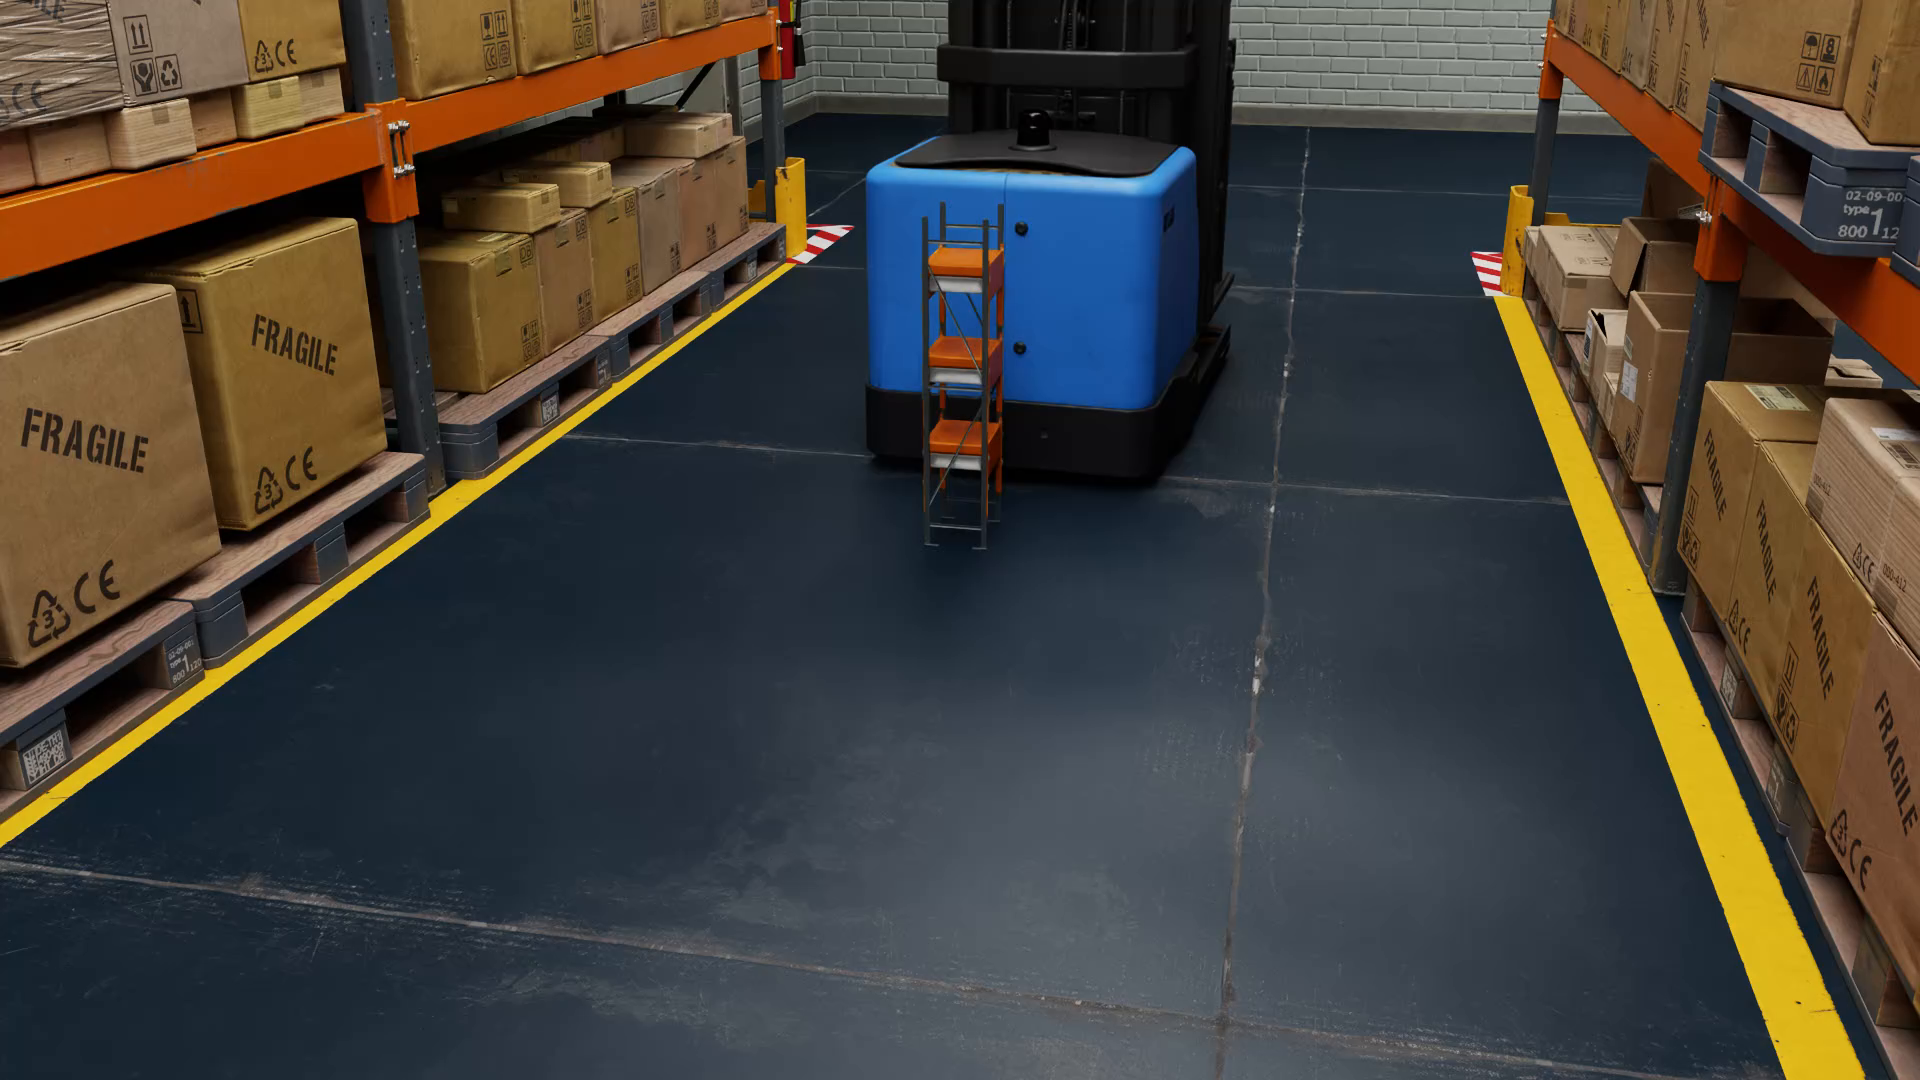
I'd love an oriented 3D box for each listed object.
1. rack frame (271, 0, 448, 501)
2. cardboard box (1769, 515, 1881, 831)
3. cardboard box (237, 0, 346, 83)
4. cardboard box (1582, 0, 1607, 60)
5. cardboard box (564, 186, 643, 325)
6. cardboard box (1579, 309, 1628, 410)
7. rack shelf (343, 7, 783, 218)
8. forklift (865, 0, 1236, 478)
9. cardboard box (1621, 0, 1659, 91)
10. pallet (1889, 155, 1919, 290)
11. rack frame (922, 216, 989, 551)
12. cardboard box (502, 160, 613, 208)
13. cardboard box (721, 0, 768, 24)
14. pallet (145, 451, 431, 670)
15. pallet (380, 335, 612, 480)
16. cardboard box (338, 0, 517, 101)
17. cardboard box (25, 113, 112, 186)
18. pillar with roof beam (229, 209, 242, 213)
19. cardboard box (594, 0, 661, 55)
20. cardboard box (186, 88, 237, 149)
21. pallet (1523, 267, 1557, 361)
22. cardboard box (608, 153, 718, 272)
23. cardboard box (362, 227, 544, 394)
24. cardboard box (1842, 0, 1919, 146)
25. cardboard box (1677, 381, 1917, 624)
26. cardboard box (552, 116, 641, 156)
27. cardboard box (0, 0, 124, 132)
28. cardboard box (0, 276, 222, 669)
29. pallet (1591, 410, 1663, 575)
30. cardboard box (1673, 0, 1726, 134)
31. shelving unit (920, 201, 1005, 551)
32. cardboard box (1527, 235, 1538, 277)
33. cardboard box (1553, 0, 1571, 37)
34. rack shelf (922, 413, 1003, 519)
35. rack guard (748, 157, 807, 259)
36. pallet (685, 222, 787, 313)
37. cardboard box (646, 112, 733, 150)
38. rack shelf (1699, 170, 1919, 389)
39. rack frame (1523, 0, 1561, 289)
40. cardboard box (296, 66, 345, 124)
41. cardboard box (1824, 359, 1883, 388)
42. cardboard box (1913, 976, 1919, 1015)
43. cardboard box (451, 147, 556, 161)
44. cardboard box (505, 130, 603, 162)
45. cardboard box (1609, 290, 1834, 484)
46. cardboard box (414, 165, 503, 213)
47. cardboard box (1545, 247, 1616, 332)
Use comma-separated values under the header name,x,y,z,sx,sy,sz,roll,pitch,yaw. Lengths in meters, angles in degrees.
name,x,y,z,sx,sy,sz,roll,pitch,yaw
rack frame,-2.288,-1.584,5.273,1.000,3.000,0.127,4,22,11
cardboard box,2.018,0.284,3.391,0.500,0.500,0.500,5,22,12
cardboard box,-2.135,-1.590,4.728,0.500,0.500,0.500,4,22,10
cardboard box,2.825,-2.203,6.674,0.500,0.500,0.500,4,22,11
cardboard box,-1.822,-1.256,7.242,0.700,0.500,0.500,5,22,12
cardboard box,2.554,-0.669,6.011,0.500,0.311,0.500,4,22,11
rack shelf,-1.880,-1.982,7.223,1.077,0.370,4.000,4,22,11
forklift,0.558,-2.093,6.627,1.130,2.935,3.031,6,23,15
cardboard box,2.620,-1.834,5.757,0.500,0.500,0.500,5,22,12
pallet,2.138,-0.368,2.509,1.003,0.211,1.213,4,22,11
rack frame,-0.014,-0.462,5.095,0.200,1.050,0.008,4,22,11
cardboard box,-1.680,-1.489,6.950,0.380,0.149,0.250,4,22,9
cardboard box,-1.566,-2.999,8.384,0.980,0.700,0.700,5,23,13
pallet,-2.372,-0.003,5.078,1.003,0.211,1.213,4,22,11
pallet,-2.056,-0.563,6.469,1.003,0.211,1.213,4,22,11
cardboard box,-2.161,-1.921,5.706,0.980,0.700,0.700,5,22,12
cardboard box,-2.316,-0.961,4.034,0.380,0.149,0.250,4,22,11
pillar with roof beam,1.223,-4.361,4.136,9.100,9.000,0.400,4,22,11
cardboard box,-1.868,-2.454,7.030,0.980,0.700,0.700,3,22,8
cardboard box,-2.205,-1.147,4.495,0.380,0.149,0.250,5,23,13
pallet,3.201,-1.058,7.698,1.003,0.211,1.213,4,22,11
cardboard box,-1.619,-1.636,8.184,0.700,0.500,0.500,4,22,11
cardboard box,-2.035,-0.885,6.321,0.700,0.500,0.500,5,22,12
cardboard box,2.168,-1.037,3.217,0.700,0.500,0.500,8,23,19
cardboard box,2.225,-0.094,4.330,0.500,0.500,0.500,3,22,8
cardboard box,-1.789,-1.996,8.209,0.380,0.149,0.250,5,22,11
cardboard box,-2.341,-1.220,3.808,0.500,0.500,0.500,4,22,11
cardboard box,-2.472,-0.209,4.173,0.750,0.750,0.750,5,23,13
pallet,2.703,-0.166,5.483,1.003,0.211,1.213,4,22,11
cardboard box,2.413,-1.457,4.822,0.500,0.500,0.500,5,22,12
shelving unit,0.011,-0.507,5.206,0.215,1.050,0.252,4,22,11
cardboard box,2.906,-1.343,7.875,0.380,0.166,0.250,4,22,11
cardboard box,3.030,-2.575,7.599,0.500,0.500,0.500,5,22,12
rack shelf,0.011,-0.239,5.314,0.215,0.259,0.240,4,22,11
rack guard,-1.467,-1.897,9.394,1.175,0.500,0.348,4,22,11
pallet,-1.558,-1.455,8.685,1.003,0.211,1.213,4,22,11
cardboard box,-1.364,-2.059,8.366,0.380,0.149,0.250,4,22,10
rack shelf,2.154,-0.143,2.657,1.077,0.370,4.000,4,22,11
rack frame,3.378,-2.671,7.971,1.000,3.000,0.127,4,22,11
cardboard box,-2.080,-1.332,4.955,0.380,0.149,0.250,5,22,11
cardboard box,3.026,-0.552,5.913,0.380,0.166,0.250,4,22,11
cardboard box,1.813,0.661,2.454,0.500,0.500,0.500,4,22,9
cardboard box,-1.996,-1.624,7.288,0.380,0.149,0.250,4,22,10
cardboard box,-1.892,-1.811,7.750,0.380,0.149,0.250,5,22,12
cardboard box,2.401,-0.483,5.294,0.500,0.500,0.500,4,22,11
cardboard box,-2.100,-1.438,6.824,0.380,0.149,0.250,4,22,9
cardboard box,2.786,-1.057,7.054,0.500,0.250,0.500,4,22,11
